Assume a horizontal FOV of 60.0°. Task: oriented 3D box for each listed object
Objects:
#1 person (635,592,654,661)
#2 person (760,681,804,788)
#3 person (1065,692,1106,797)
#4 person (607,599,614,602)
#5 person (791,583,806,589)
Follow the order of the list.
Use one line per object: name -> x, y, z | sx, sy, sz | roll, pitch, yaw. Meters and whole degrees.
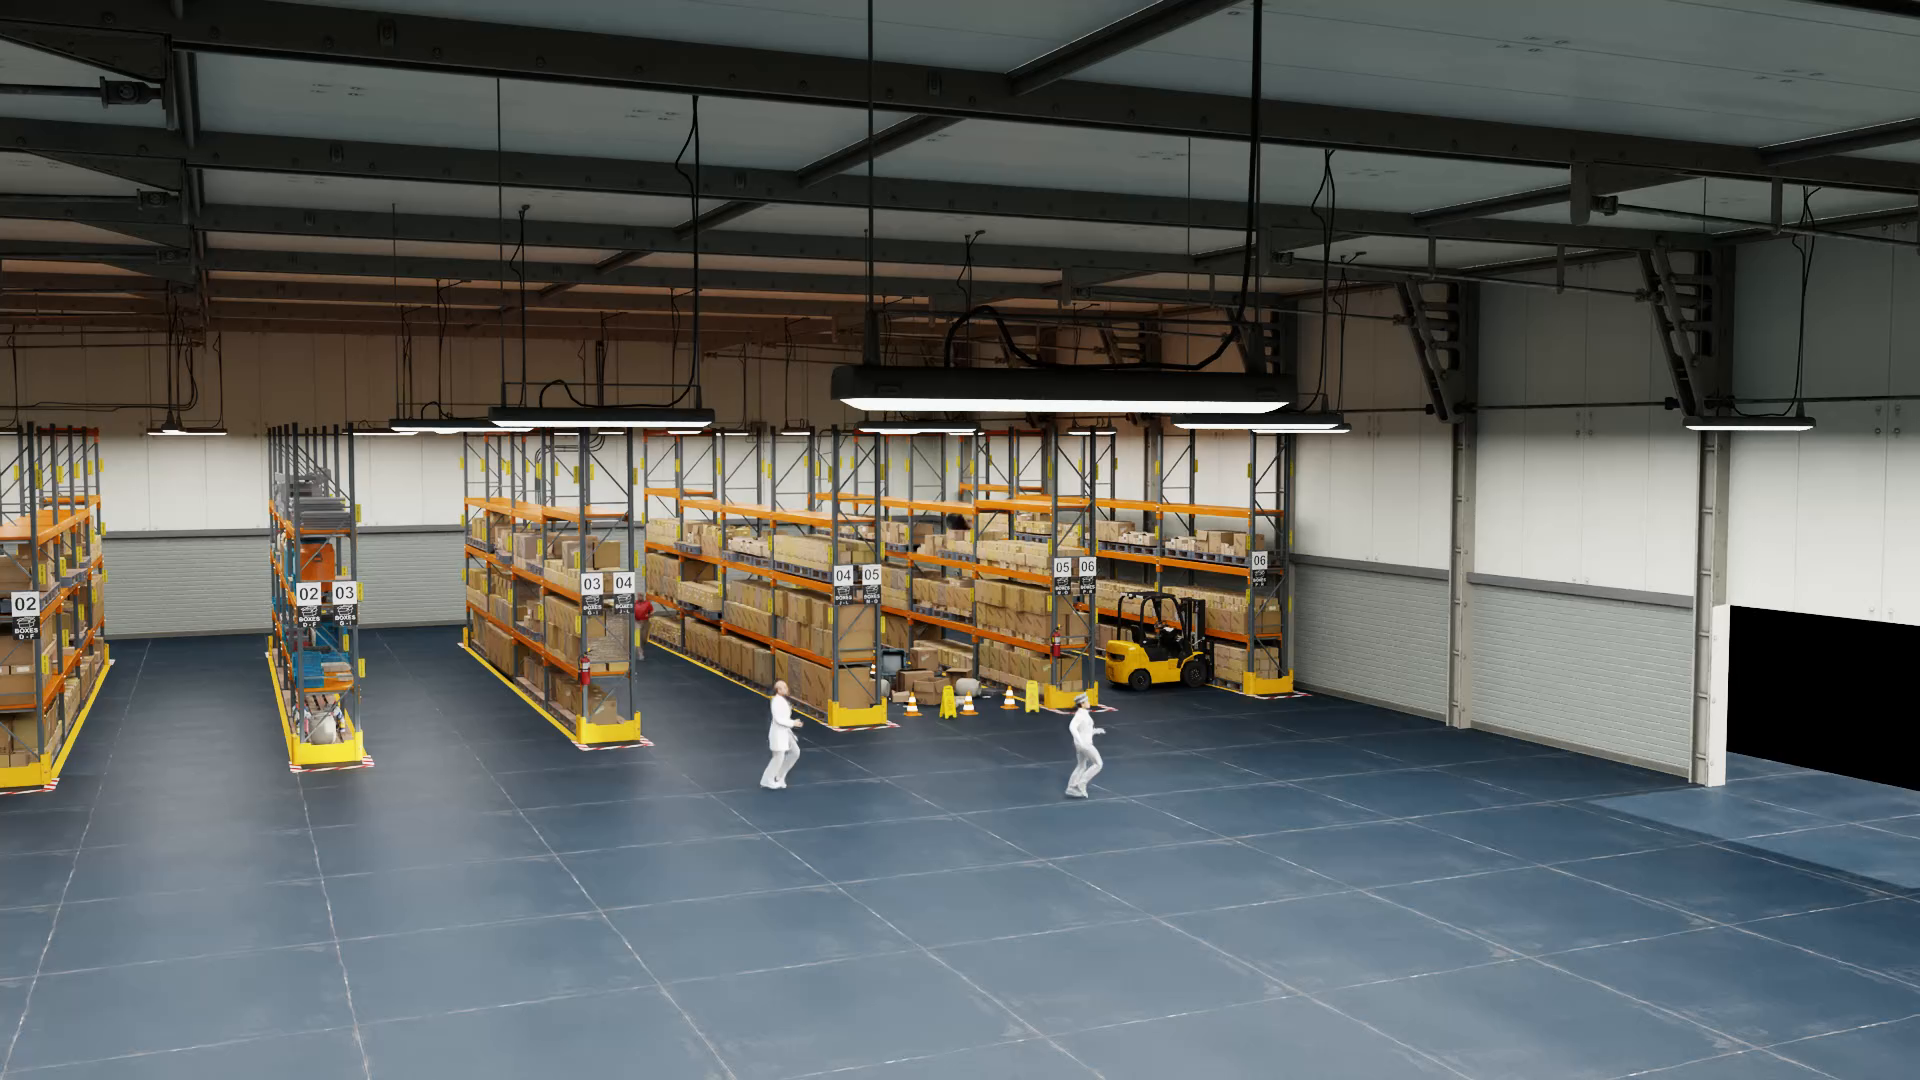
person -> -8.274, 2.224, 43.269 | 0.647, 1.748, 0.891 | -1, 4, -19
person -> -2.895, 3.193, 27.160 | 0.745, 1.798, 0.732 | 1, 4, 9
person -> 1.997, 3.258, 26.472 | 0.634, 1.661, 0.586 | 0, 3, -2
person -> -9.730, 2.040, 46.213 | 0.739, 1.740, 0.674 | -1, 4, -10
person -> -5.033, 1.734, 51.060 | 0.935, 1.724, 0.765 | -1, 4, -16
